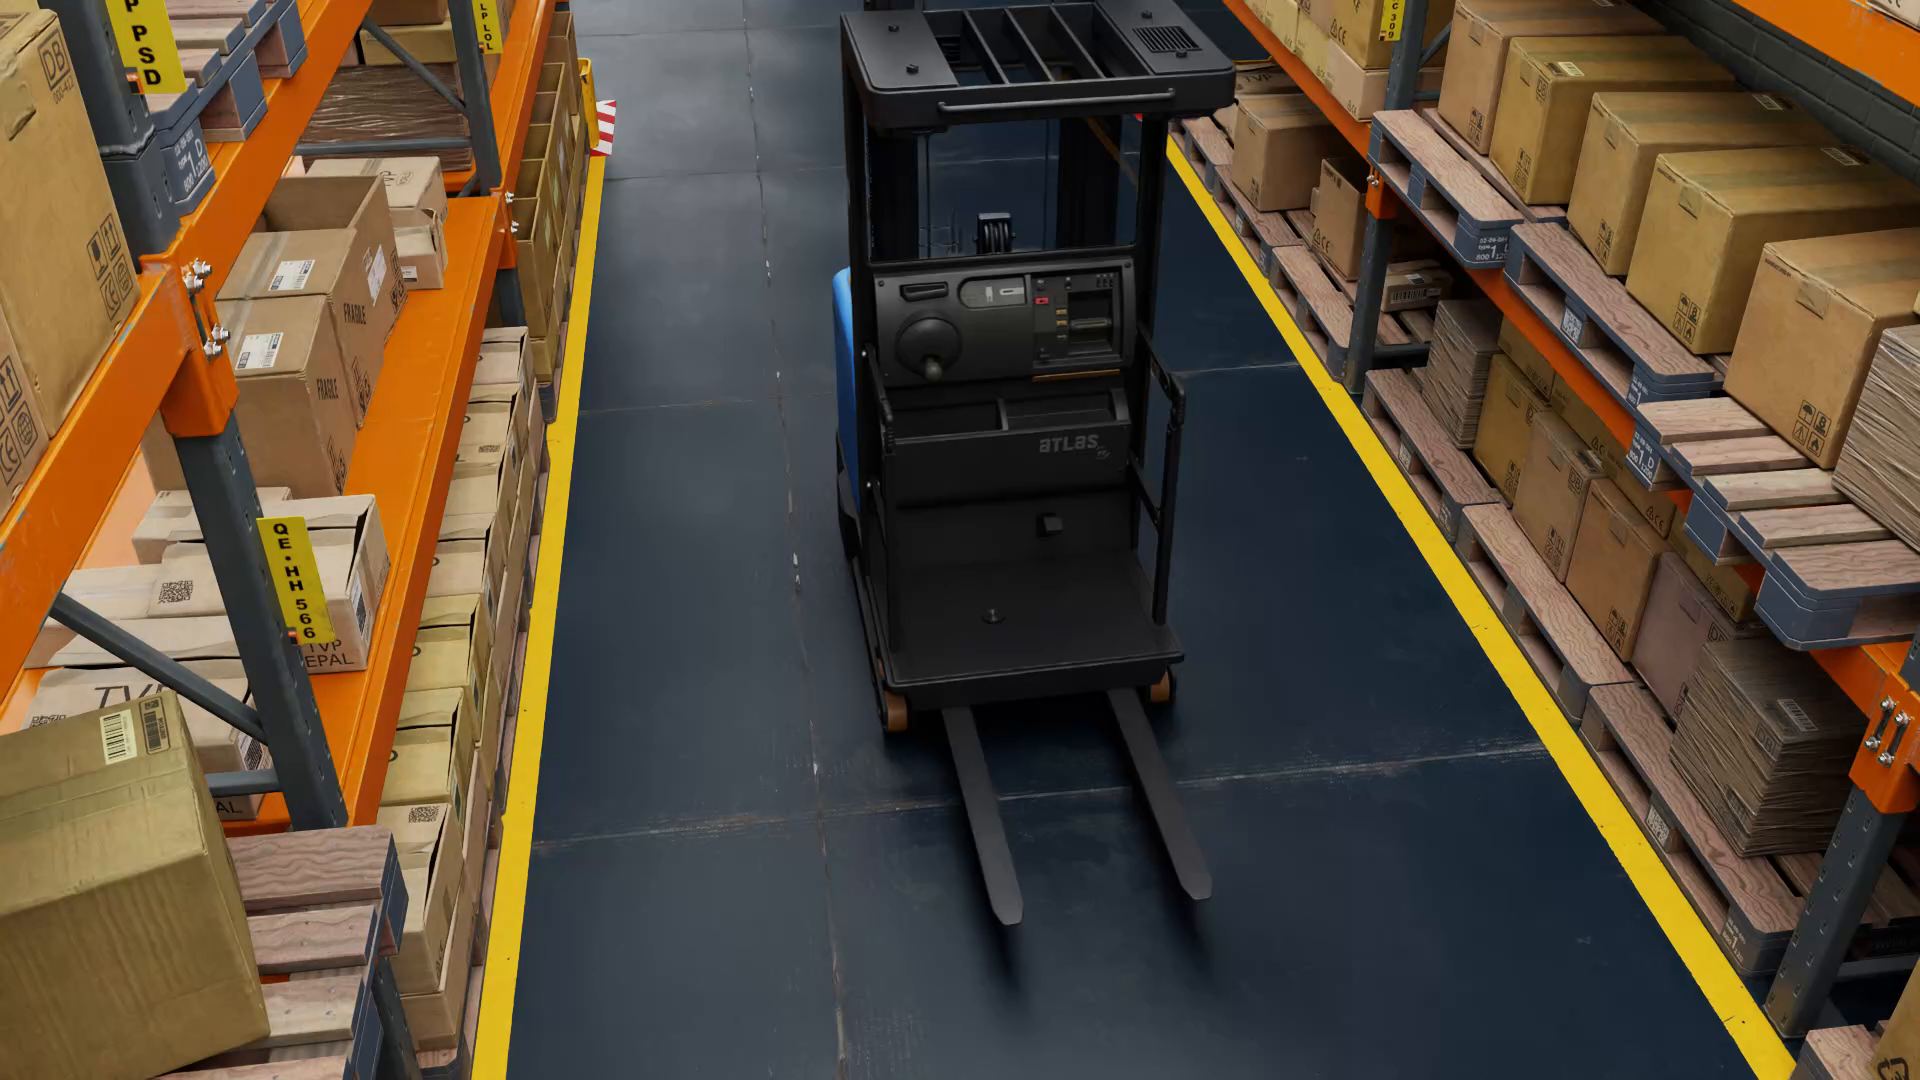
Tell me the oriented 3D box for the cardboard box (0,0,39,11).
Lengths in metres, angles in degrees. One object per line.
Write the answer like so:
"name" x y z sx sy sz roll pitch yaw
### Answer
"cardboard box" -2.051 -1.020 3.179 0.500 0.250 0.500 -7 35 -10

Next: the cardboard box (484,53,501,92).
"cardboard box" -2.679 -2.514 8.187 0.700 0.500 0.500 -4 34 -6

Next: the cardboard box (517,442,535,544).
"cardboard box" -2.063 -0.197 6.944 0.500 0.250 0.500 -5 35 -7

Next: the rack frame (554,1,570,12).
"rack frame" -3.010 -3.884 10.285 1.000 3.000 0.127 -4 35 -6

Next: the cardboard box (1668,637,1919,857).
"cardboard box" 2.826 0.656 5.452 0.700 0.500 0.500 -4 34 -6

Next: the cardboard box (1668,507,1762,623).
"cardboard box" 2.811 0.024 5.715 0.500 0.250 0.500 -4 34 -5

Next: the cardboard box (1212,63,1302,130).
"cardboard box" 1.902 -2.939 10.896 0.500 0.311 0.500 -8 35 -12

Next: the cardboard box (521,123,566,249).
"cardboard box" -2.359 -1.839 8.688 0.500 0.500 0.500 -4 35 -6

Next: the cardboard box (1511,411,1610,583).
"cardboard box" 2.699 -0.196 6.703 0.700 0.500 0.500 -4 34 -6

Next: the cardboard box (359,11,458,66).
"cardboard box" -2.316 -2.126 7.041 0.380 0.149 0.250 -4 35 -6

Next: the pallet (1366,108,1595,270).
"pallet" 2.395 -1.512 6.976 1.003 0.211 1.213 -4 35 -6

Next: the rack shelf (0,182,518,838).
"rack shelf" -2.203 -0.238 5.575 1.077 0.370 4.000 -4 35 -6

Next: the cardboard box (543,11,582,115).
"cardboard box" -2.643 -2.954 10.324 0.500 0.500 0.500 -4 35 -6

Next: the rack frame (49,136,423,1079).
"rack frame" -1.934 0.580 3.735 1.000 3.000 0.127 -4 35 -6

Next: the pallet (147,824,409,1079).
"pallet" -1.773 1.033 3.241 1.213 0.211 1.003 -4 35 -6

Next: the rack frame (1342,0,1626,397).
"rack frame" 2.436 -2.029 7.564 1.000 3.000 0.127 -4 35 -6

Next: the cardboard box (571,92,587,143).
"cardboard box" -2.645 -2.644 10.535 0.500 0.250 0.500 -4 35 -6

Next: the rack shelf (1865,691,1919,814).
"rack shelf" 3.243 1.617 2.853 1.077 0.370 4.000 -4 35 -6

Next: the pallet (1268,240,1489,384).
"pallet" 2.311 -1.249 8.895 1.003 0.211 1.213 -4 35 -6

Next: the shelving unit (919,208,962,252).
"shelving unit" -0.125 -0.889 7.489 0.258 1.200 0.189 -6 35 -8

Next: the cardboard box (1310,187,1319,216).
"cardboard box" 2.241 -1.927 9.555 0.380 0.149 0.250 -7 35 -10

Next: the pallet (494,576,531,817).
"pallet" -2.167 0.591 6.195 1.003 0.211 1.213 -4 35 -6

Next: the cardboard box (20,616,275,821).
"cardboard box" -1.940 0.411 4.062 0.500 0.311 0.500 -2 34 -3

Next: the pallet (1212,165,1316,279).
"pallet" 2.143 -1.931 9.896 1.003 0.211 1.213 -4 35 -6

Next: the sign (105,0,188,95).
"sign" -1.396 -0.913 2.803 0.100 0.325 0.005 -4 35 -6

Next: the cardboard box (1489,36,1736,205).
"cardboard box" 2.539 -1.653 6.533 0.700 0.500 0.500 -1 34 -1

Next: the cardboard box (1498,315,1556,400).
"cardboard box" 2.614 -0.833 6.971 0.500 0.250 0.500 -5 35 -7

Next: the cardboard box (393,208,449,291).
"cardboard box" -2.172 -1.119 6.348 0.396 0.266 0.258 -5 35 -8

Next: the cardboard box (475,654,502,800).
"cardboard box" -1.858 0.659 5.689 0.500 0.250 0.500 -5 35 -8

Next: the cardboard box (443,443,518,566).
"cardboard box" -1.993 -0.148 6.374 0.500 0.311 0.500 -4 35 -7

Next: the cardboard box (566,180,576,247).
"cardboard box" -2.432 -1.808 9.308 0.500 0.250 0.500 -4 35 -6

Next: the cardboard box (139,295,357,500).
"cardboard box" -2.176 -0.396 5.079 0.500 0.500 0.500 -6 35 -9

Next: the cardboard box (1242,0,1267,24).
"cardboard box" 1.861 -3.055 9.185 0.500 0.250 0.500 -4 34 -6

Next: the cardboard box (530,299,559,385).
"cardboard box" -2.234 -0.971 8.080 0.500 0.250 0.500 -4 35 -6

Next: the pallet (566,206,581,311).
"pallet" -2.705 -1.629 9.452 1.003 0.211 1.213 -4 35 -6

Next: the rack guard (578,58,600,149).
"rack guard" -3.013 -2.864 11.009 1.175 0.500 0.348 -4 35 -6

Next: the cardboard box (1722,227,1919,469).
"cardboard box" 2.799 -0.591 4.975 0.700 0.500 0.500 -8 35 -11

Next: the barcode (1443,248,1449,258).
"barcode" 2.619 -1.559 8.952 0.001 0.075 0.075 -4 35 -6

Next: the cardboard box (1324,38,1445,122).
"cardboard box" 2.072 -2.217 7.954 0.500 0.250 0.500 -4 35 -6

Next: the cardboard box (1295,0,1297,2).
"cardboard box" 1.936 -3.085 8.563 0.500 0.500 0.500 -5 35 -8

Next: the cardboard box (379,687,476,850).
"cardboard box" -1.793 0.704 5.124 0.500 0.311 0.500 -5 35 -8

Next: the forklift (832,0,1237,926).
"forklift" 0.203 -0.714 5.695 1.130 2.935 3.031 -6 35 -8
